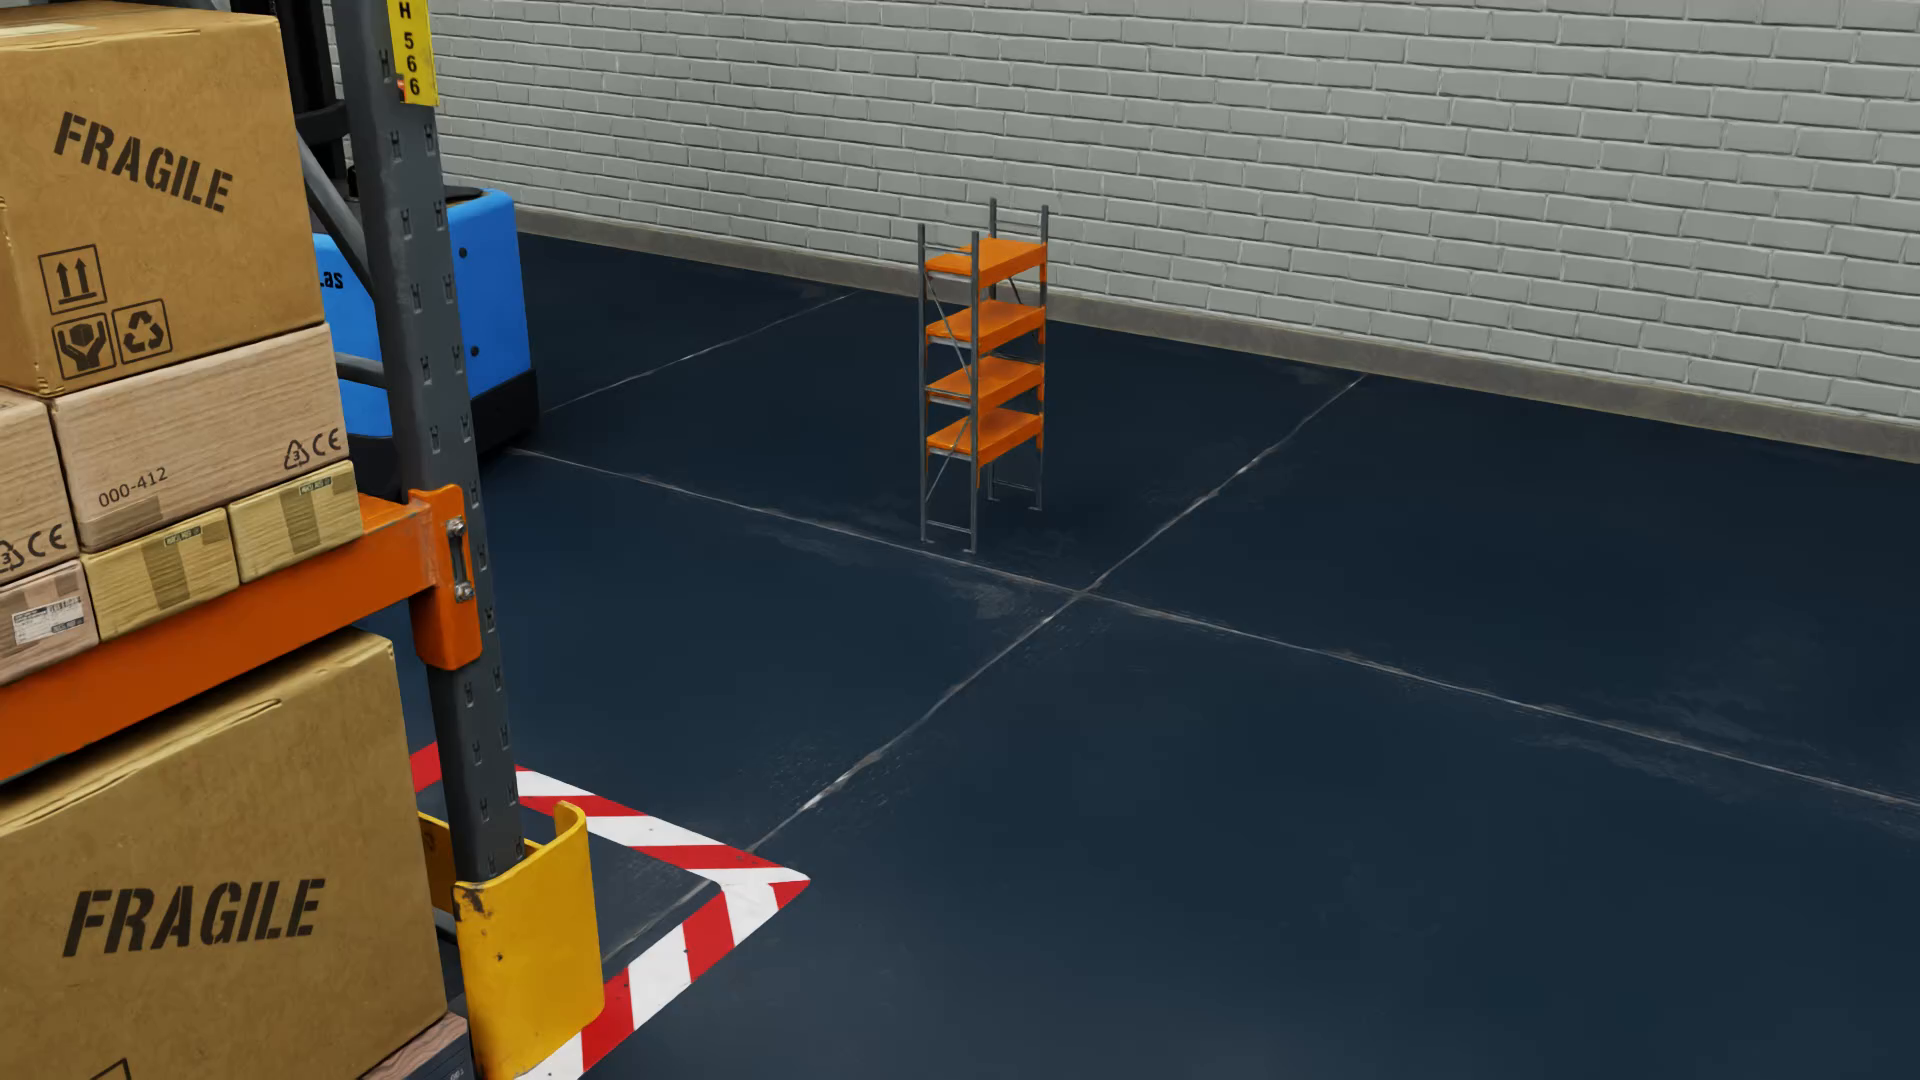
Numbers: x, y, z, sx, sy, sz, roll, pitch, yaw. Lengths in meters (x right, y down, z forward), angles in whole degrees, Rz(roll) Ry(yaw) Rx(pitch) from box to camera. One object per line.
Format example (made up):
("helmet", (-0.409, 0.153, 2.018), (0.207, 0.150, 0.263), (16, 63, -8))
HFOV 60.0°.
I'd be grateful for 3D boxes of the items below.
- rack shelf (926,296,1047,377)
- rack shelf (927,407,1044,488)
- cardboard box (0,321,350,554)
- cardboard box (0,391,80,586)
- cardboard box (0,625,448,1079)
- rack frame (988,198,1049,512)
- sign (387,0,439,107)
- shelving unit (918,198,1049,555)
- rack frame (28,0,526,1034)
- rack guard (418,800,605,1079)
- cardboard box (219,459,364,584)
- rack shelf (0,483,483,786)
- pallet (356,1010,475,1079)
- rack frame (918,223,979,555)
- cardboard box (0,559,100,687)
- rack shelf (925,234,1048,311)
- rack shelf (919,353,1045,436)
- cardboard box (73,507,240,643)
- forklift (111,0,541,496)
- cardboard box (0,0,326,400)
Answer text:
("rack shelf", (0.087, -0.750, 6.079), (0.258, 0.148, 0.480), (14, 27, 29))
("rack shelf", (0.087, -0.363, 6.246), (0.258, 0.148, 0.480), (14, 27, 29))
("cardboard box", (-1.416, -0.226, 2.810), (0.500, 0.250, 0.500), (13, 27, 28))
("cardboard box", (-1.684, -0.055, 2.415), (0.500, 0.250, 0.500), (13, 27, 28))
("cardboard box", (-1.655, 0.638, 3.147), (0.875, 0.875, 0.875), (14, 27, 29))
("rack frame", (0.216, -0.689, 6.331), (0.240, 1.200, 0.015), (14, 27, 29))
("sign", (-0.932, -0.899, 2.795), (0.100, 0.325, 0.005), (14, 27, 29))
("shelving unit", (0.087, -0.606, 6.141), (0.258, 1.200, 0.503), (14, 27, 29))
("rack frame", (-1.386, -0.377, 3.346), (1.000, 3.000, 0.127), (14, 27, 29))
("rack guard", (-1.373, 0.762, 3.861), (1.175, 0.500, 0.348), (14, 27, 29))
("cardboard box", (-1.294, -0.073, 2.959), (0.380, 0.149, 0.250), (14, 27, 30))
("rack shelf", (-2.441, 0.628, 1.930), (1.077, 0.370, 4.000), (14, 27, 29))
("pallet", (-1.741, 1.189, 3.239), (1.003, 0.211, 1.213), (14, 27, 29))
("rack frame", (-0.041, -0.524, 5.950), (0.240, 1.200, 0.015), (14, 27, 29))
("cardboard box", (-1.563, 0.100, 2.559), (0.380, 0.149, 0.250), (14, 27, 29))
("rack shelf", (0.087, -0.967, 5.985), (0.258, 0.148, 0.480), (14, 27, 29))
("rack shelf", (0.087, -0.545, 6.167), (0.258, 0.148, 0.480), (14, 27, 29))
("cardboard box", (-1.429, 0.015, 2.755), (0.380, 0.149, 0.250), (14, 27, 29))
("forklift", (-3.411, -1.839, 6.808), (3.031, 2.935, 1.130), (8, 25, 18))
("cardboard box", (-1.419, -0.570, 2.661), (0.500, 0.500, 0.500), (14, 27, 30))
